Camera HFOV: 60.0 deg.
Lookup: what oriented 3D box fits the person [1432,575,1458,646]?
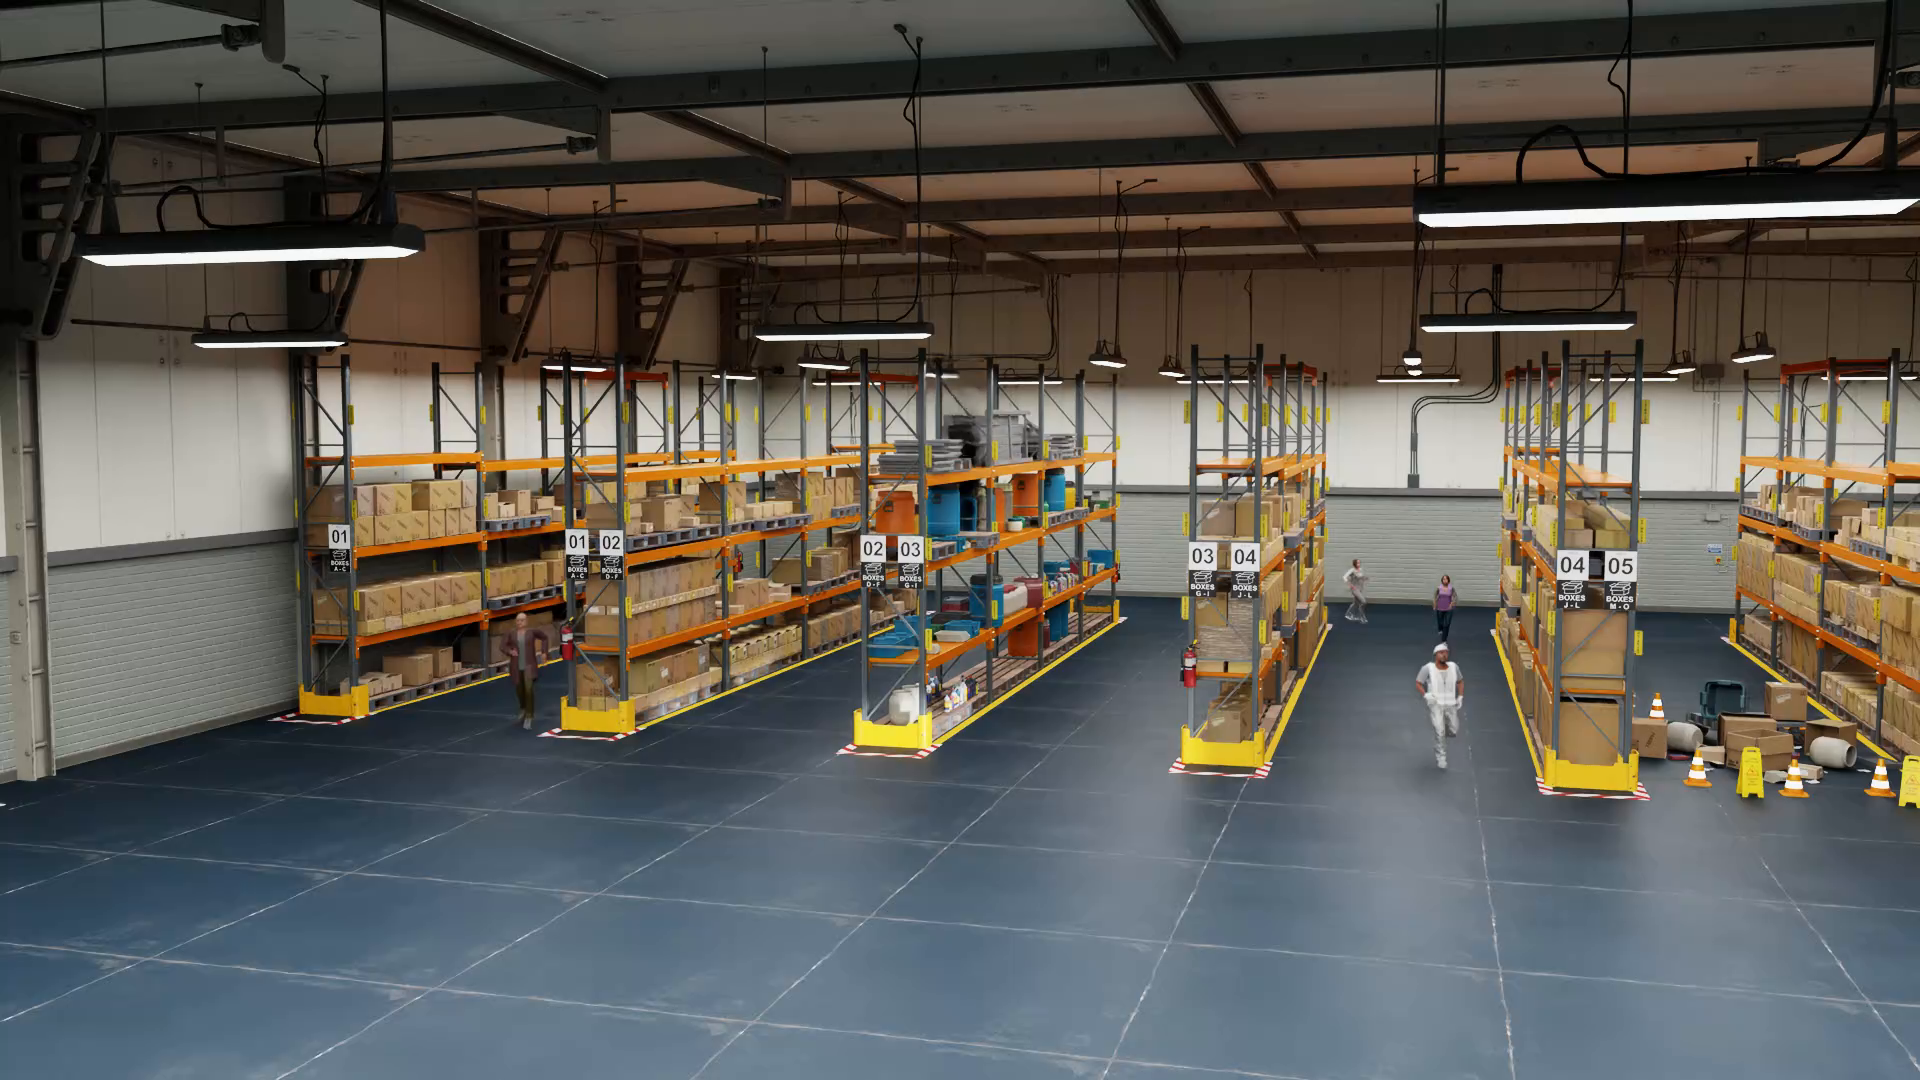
[{"bbox_3d":[10.531,1.527,36.126,0.542,1.558,0.547,1,4,16],"label":"person"}]

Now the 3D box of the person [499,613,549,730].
[{"bbox_3d":[-7.047,2.083,26.885,0.761,1.830,0.968,0,4,-3],"label":"person"}]

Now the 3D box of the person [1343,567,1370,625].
[{"bbox_3d":[9.463,1.336,39.869,0.644,1.399,0.565,4,6,40],"label":"person"}]

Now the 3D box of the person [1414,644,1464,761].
[{"bbox_3d":[6.896,2.322,23.869,0.712,1.662,0.586,0,4,-5],"label":"person"}]
